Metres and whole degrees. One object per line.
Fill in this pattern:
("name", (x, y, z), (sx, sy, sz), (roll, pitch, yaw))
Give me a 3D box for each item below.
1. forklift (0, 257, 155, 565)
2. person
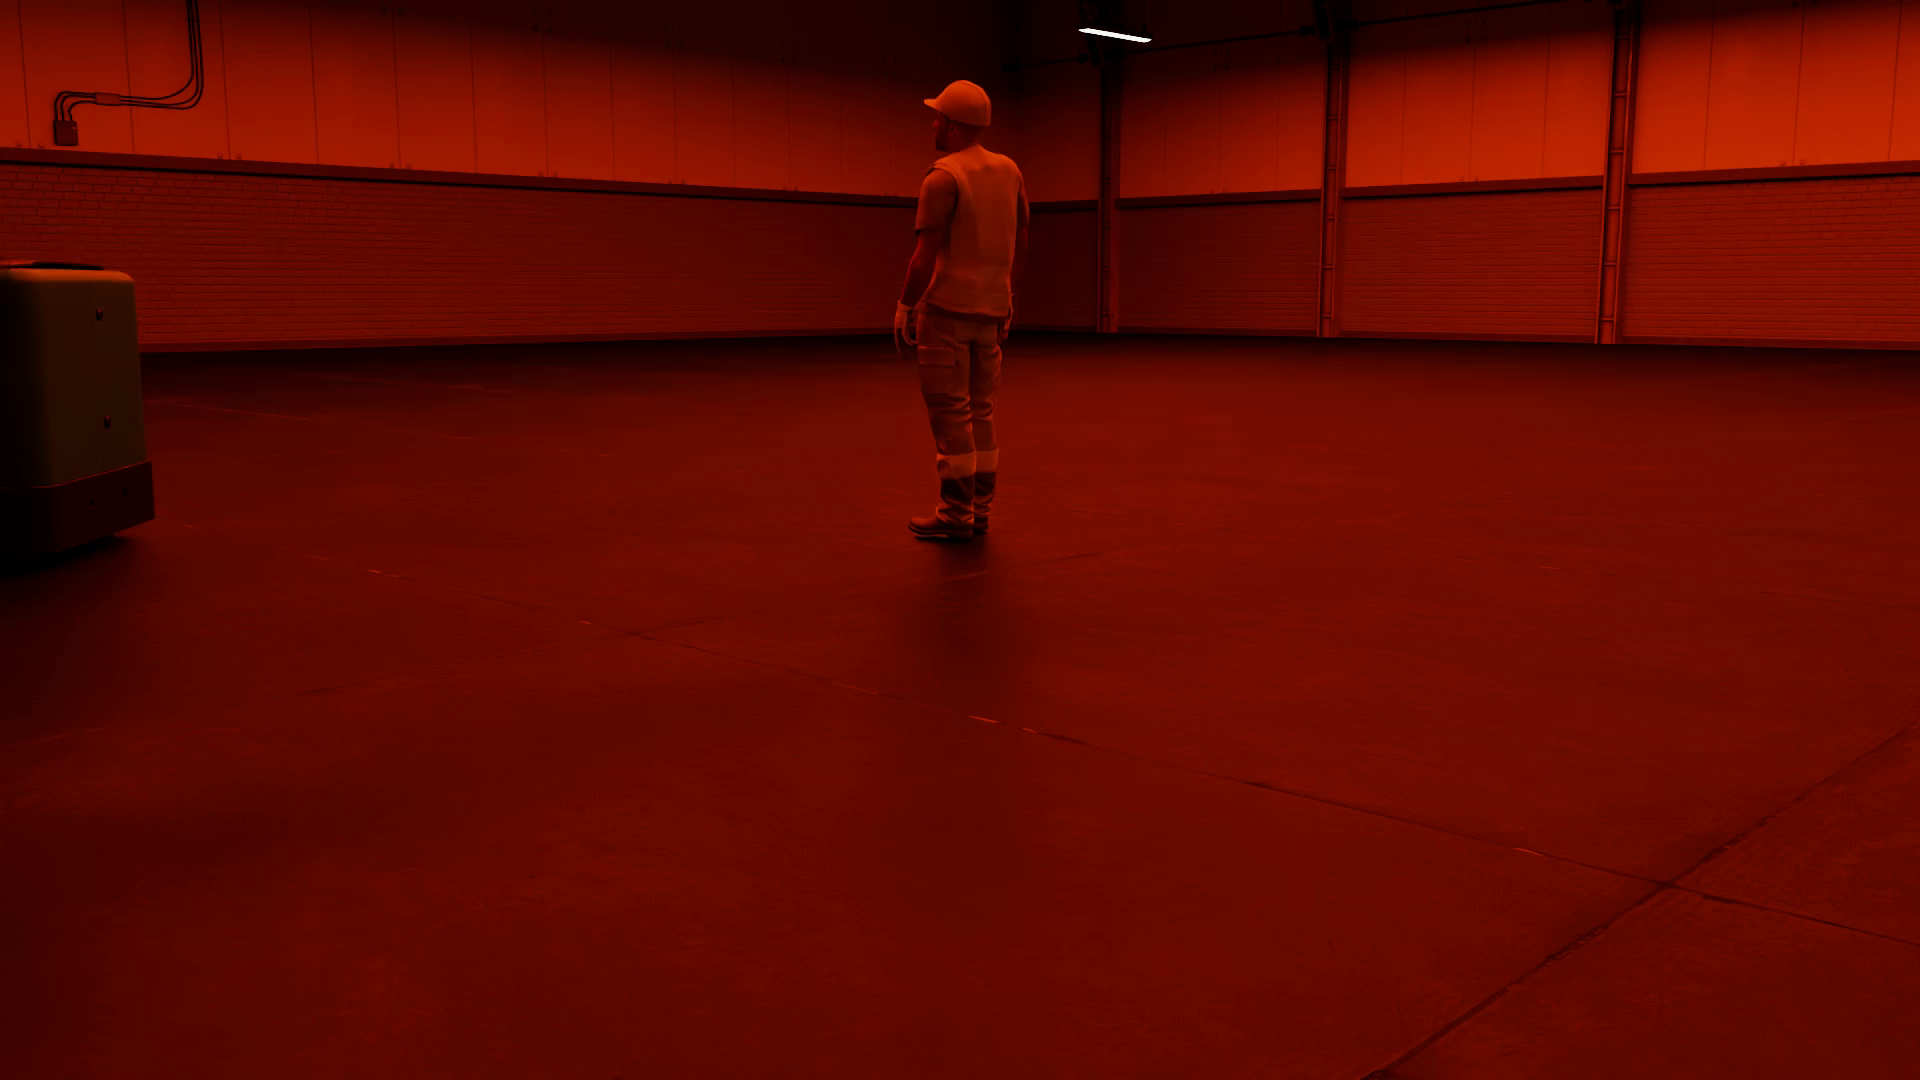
("forklift", (-4.765, -1.380, 6.038), (3.031, 2.935, 1.130), (-1, 9, -5))
("person", (-0.049, -0.902, 6.647), (0.564, 1.787, 0.637), (8, 12, 43))
